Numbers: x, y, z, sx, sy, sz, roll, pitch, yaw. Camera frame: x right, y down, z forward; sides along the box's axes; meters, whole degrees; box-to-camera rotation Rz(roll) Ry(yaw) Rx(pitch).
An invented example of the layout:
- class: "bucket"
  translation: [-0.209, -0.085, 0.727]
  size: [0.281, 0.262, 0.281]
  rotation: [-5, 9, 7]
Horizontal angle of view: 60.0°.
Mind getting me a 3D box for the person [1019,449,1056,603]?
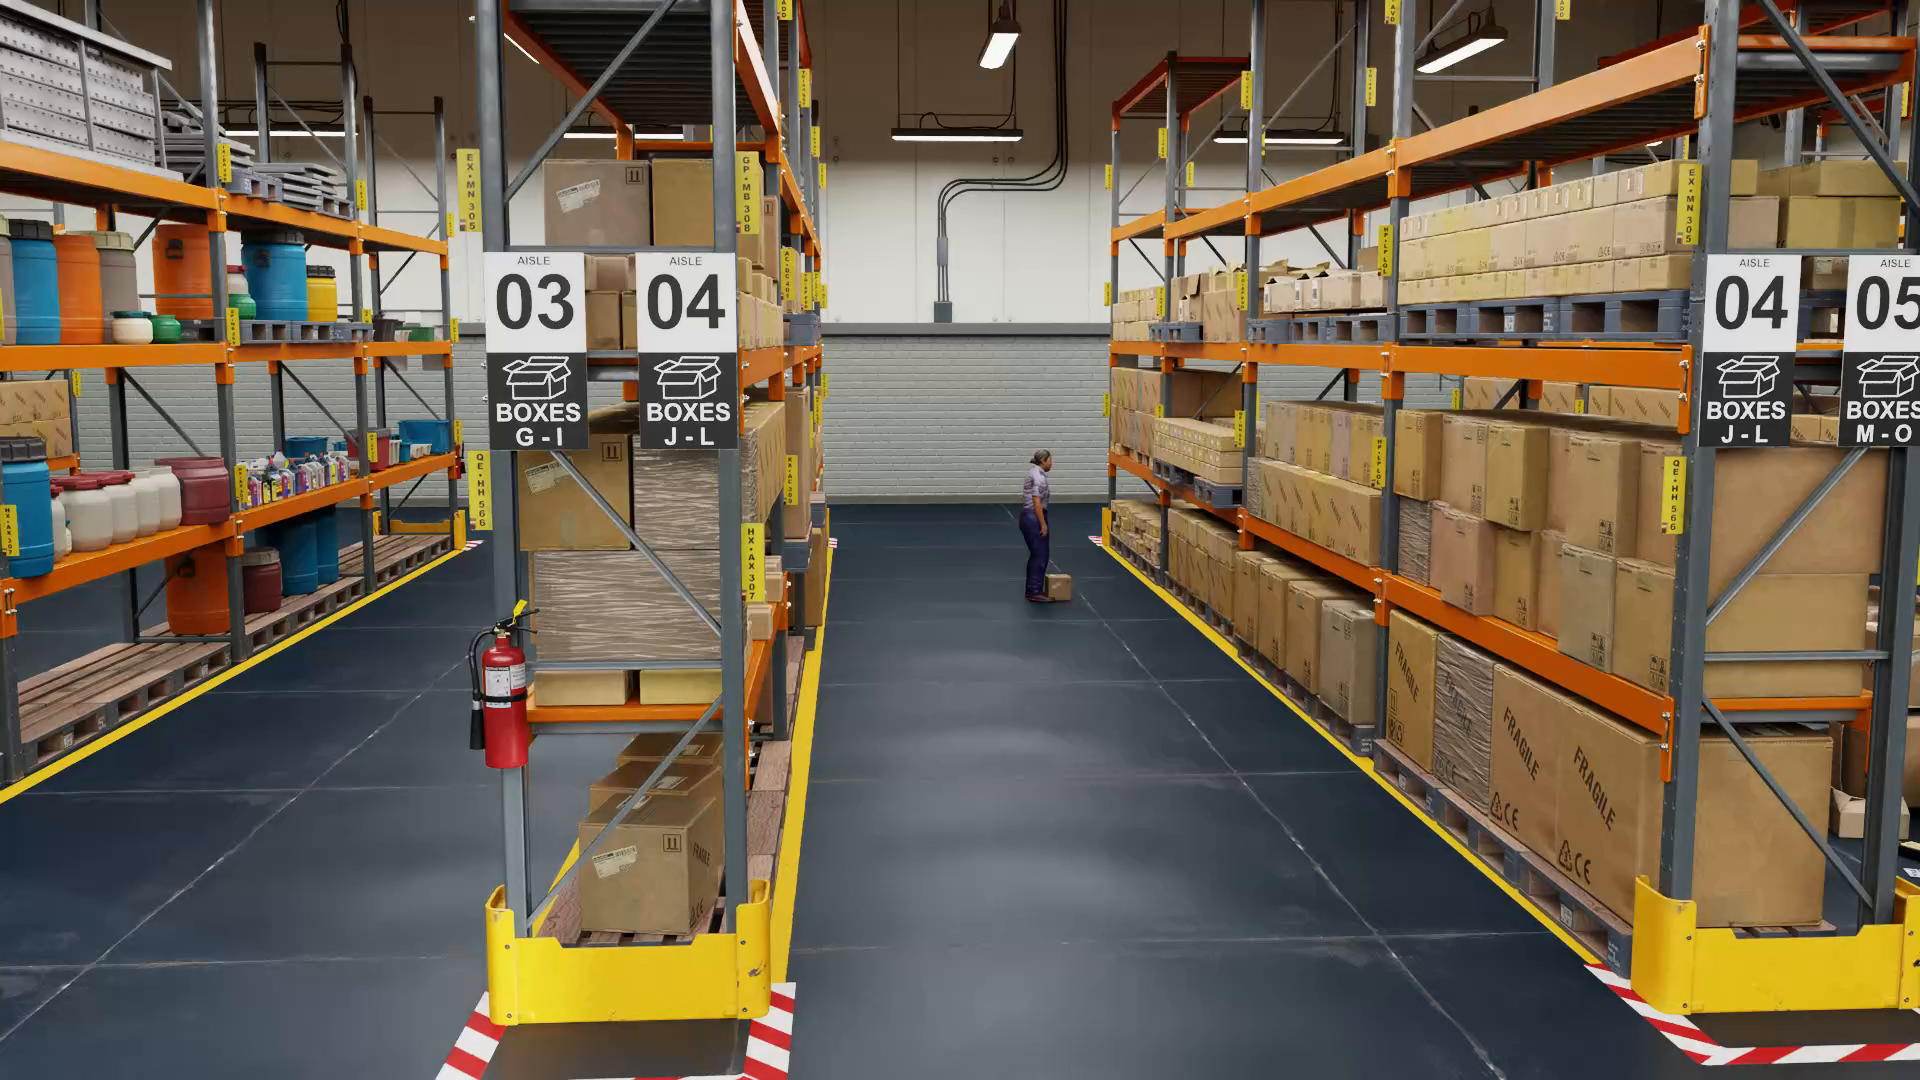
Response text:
- class: "person"
  translation: [0.842, -0.171, 18.183]
  size: [0.374, 1.651, 0.564]
  rotation: [-1, 7, -7]
